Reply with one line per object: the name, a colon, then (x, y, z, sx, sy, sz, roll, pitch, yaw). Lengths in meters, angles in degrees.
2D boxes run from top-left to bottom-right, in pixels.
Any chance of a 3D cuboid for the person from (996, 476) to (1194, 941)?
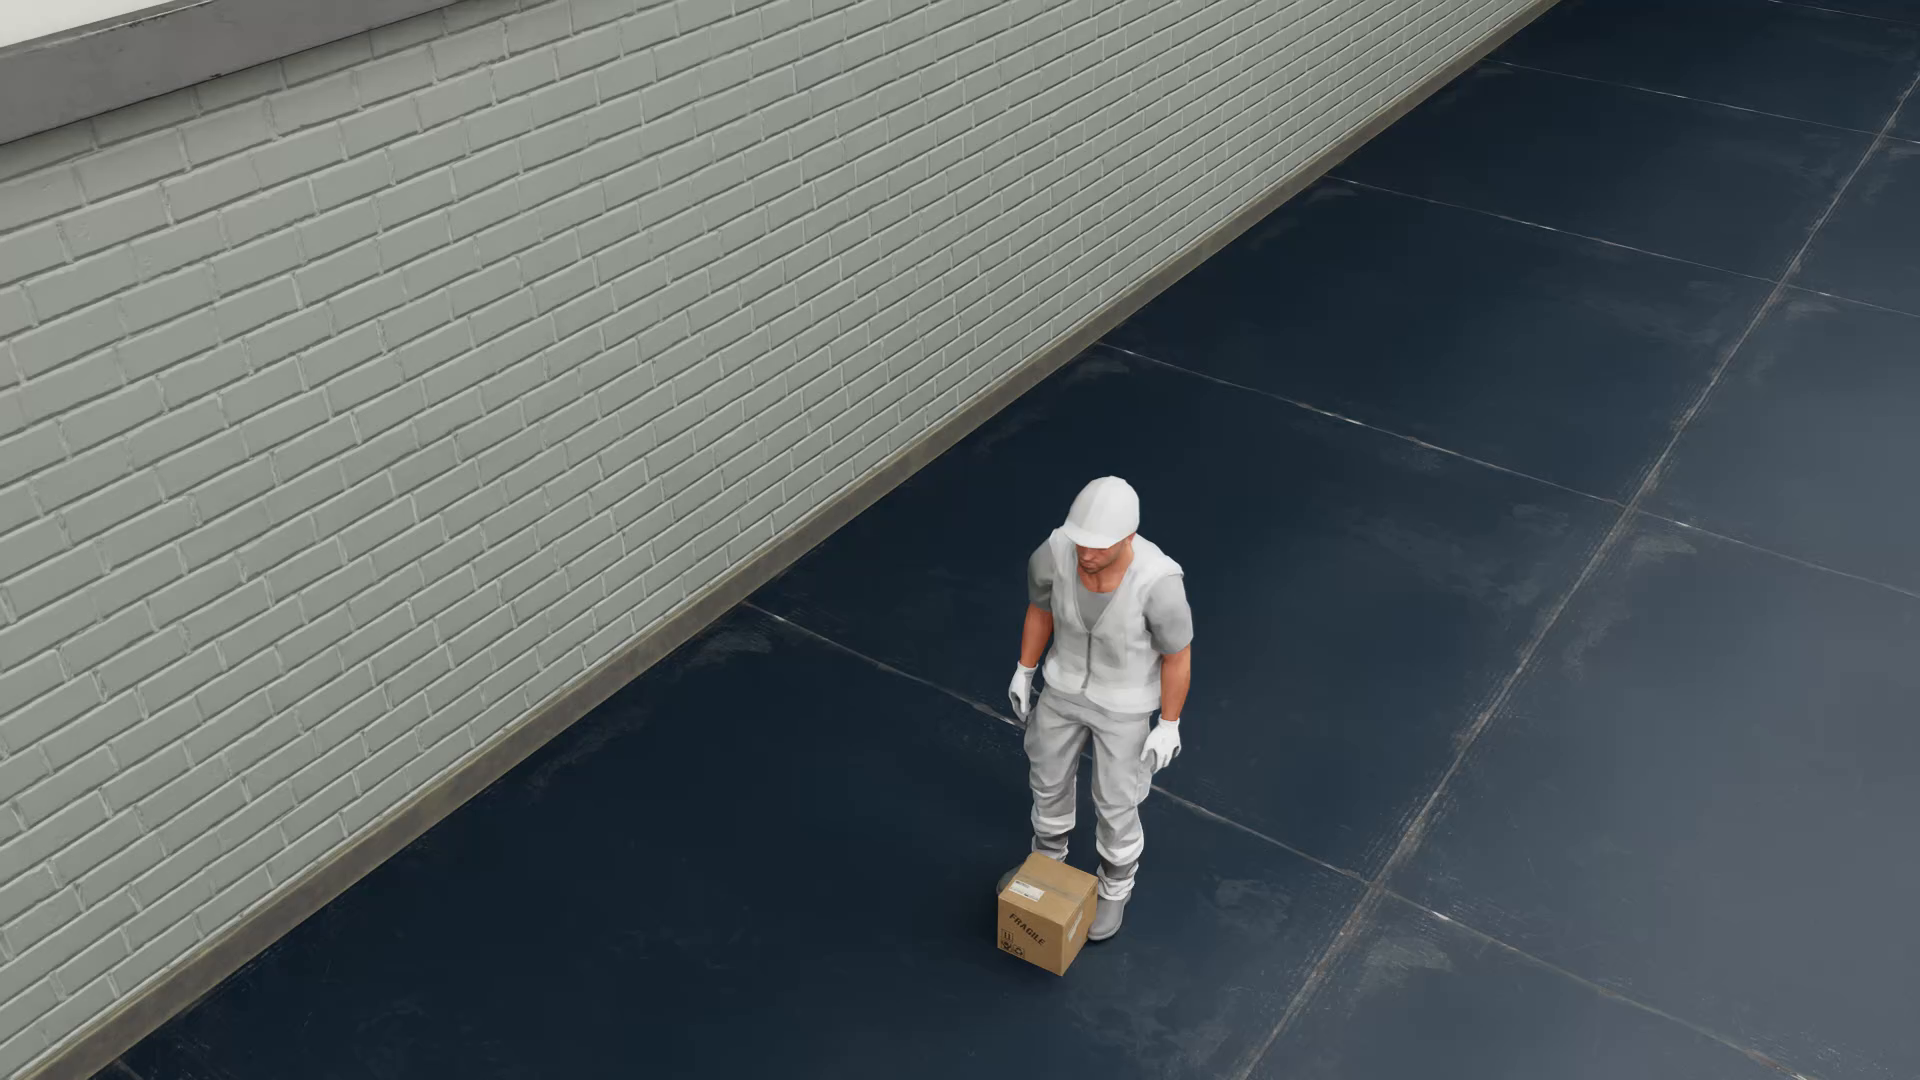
person: (0.431, 0.530, 5.354, 0.609, 1.777, 0.453, 19, 39, 26)
